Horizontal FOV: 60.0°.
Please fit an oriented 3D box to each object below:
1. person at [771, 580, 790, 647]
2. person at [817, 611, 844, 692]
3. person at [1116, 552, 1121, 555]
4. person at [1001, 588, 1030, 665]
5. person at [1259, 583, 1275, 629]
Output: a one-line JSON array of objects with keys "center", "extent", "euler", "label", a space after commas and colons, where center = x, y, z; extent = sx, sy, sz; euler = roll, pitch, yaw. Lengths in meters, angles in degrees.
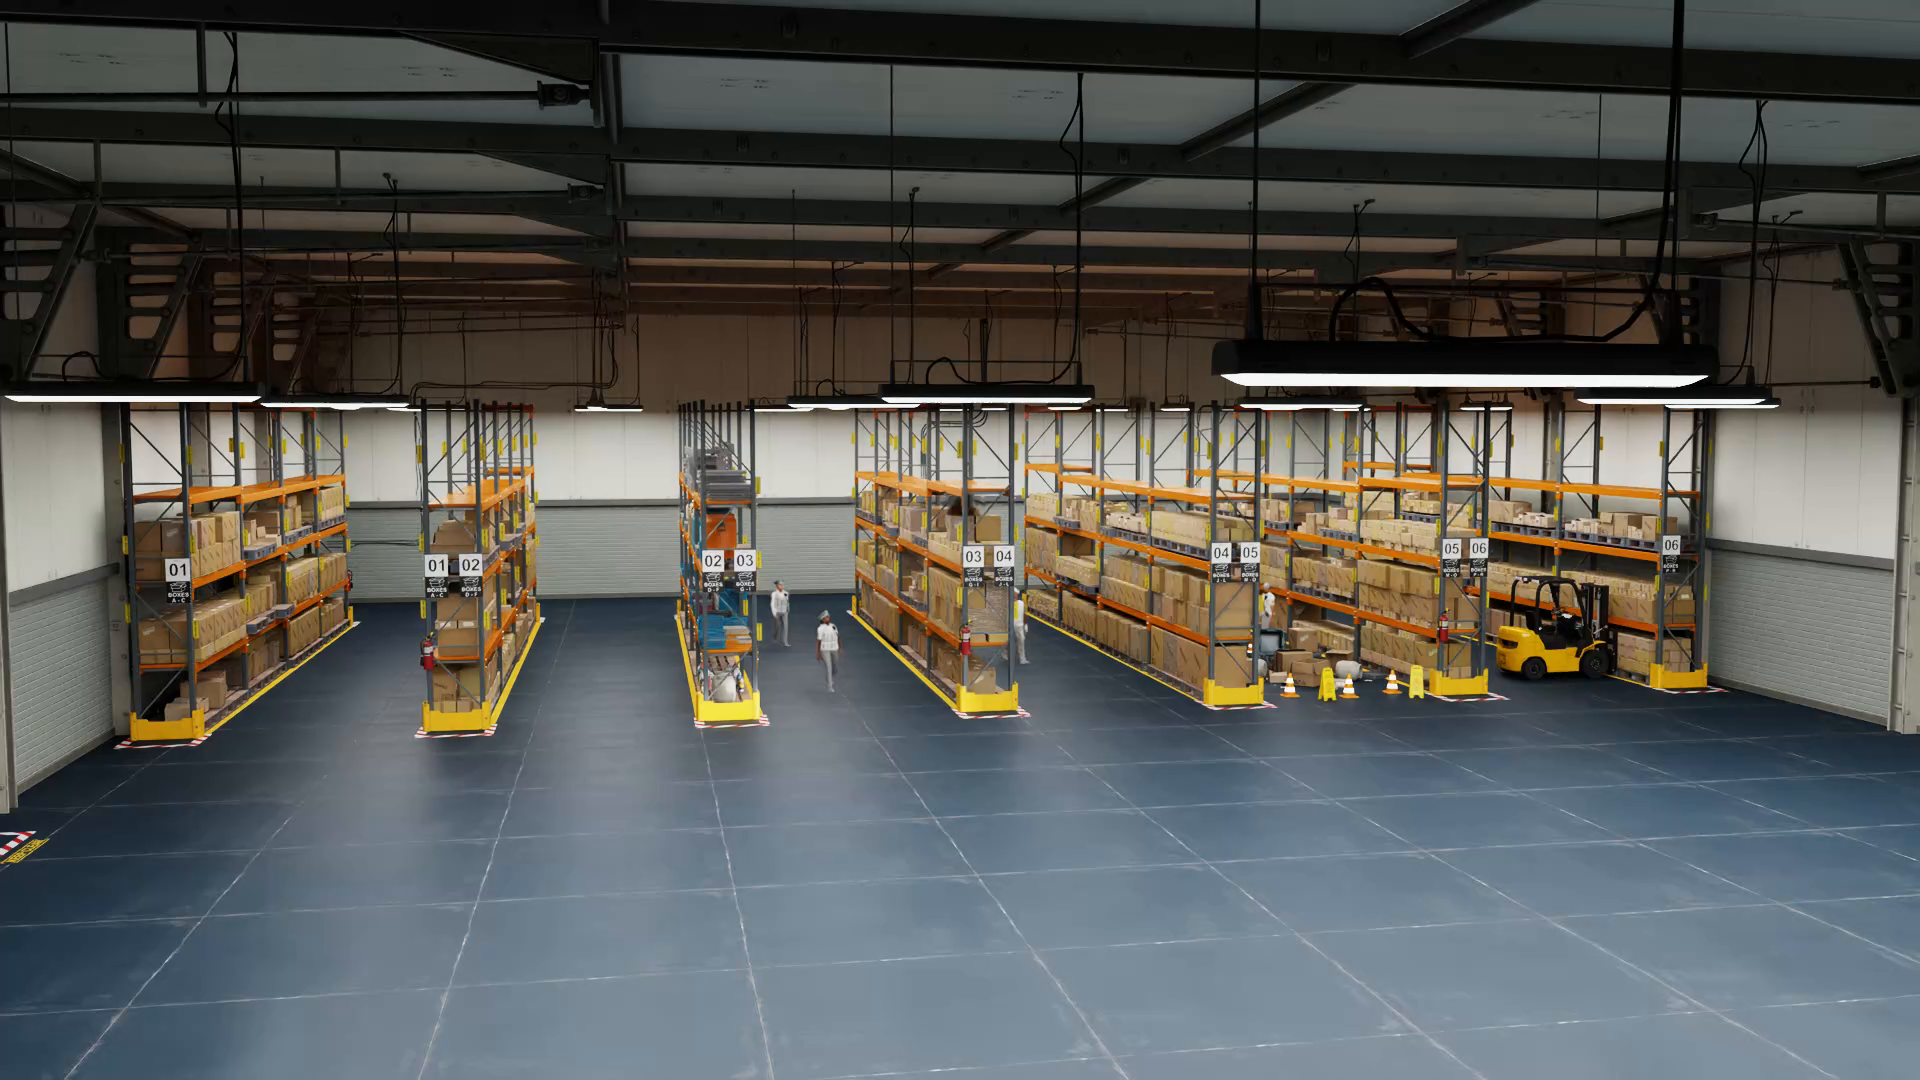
[{"center": [-4.427, 1.792, 41.054], "extent": [0.504, 1.640, 0.959], "euler": [-1, 5, -17], "label": "person"}, {"center": [-2.717, 2.283, 34.551], "extent": [0.559, 1.650, 0.881], "euler": [-2, 5, -22], "label": "person"}, {"center": [4.689, 1.192, 49.554], "extent": [0.437, 1.663, 0.542], "euler": [-3, 5, -35], "label": "person"}, {"center": [1.270, 1.977, 38.125], "extent": [0.690, 1.729, 1.069], "euler": [-1, 5, -19], "label": "person"}, {"center": [7.405, 1.863, 40.275], "extent": [0.429, 1.666, 0.512], "euler": [0, 4, 0], "label": "person"}]
